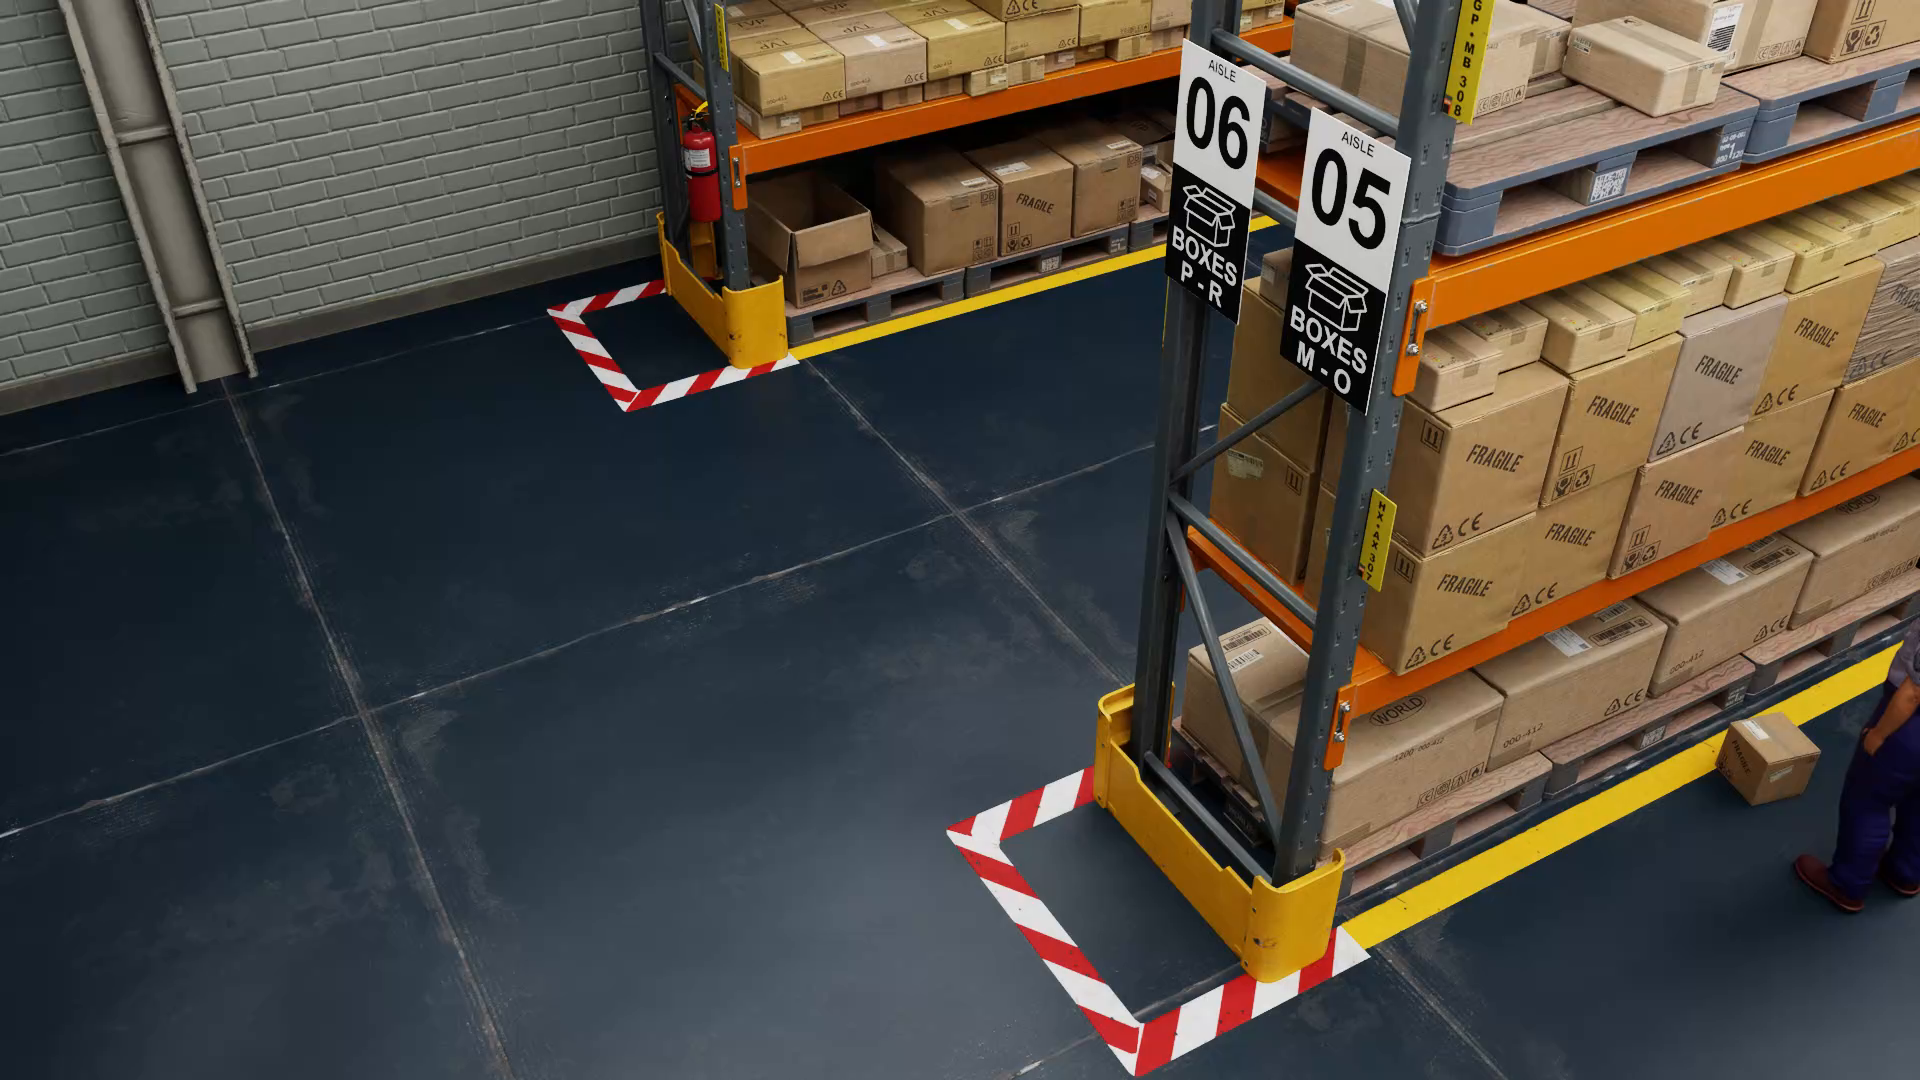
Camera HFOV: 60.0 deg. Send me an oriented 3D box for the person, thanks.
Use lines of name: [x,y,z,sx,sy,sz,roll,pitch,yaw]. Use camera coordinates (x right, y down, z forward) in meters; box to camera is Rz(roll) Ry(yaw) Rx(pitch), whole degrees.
person: [3.506,0.678,6.045,0.466,1.646,0.343,-10,38,-14]
